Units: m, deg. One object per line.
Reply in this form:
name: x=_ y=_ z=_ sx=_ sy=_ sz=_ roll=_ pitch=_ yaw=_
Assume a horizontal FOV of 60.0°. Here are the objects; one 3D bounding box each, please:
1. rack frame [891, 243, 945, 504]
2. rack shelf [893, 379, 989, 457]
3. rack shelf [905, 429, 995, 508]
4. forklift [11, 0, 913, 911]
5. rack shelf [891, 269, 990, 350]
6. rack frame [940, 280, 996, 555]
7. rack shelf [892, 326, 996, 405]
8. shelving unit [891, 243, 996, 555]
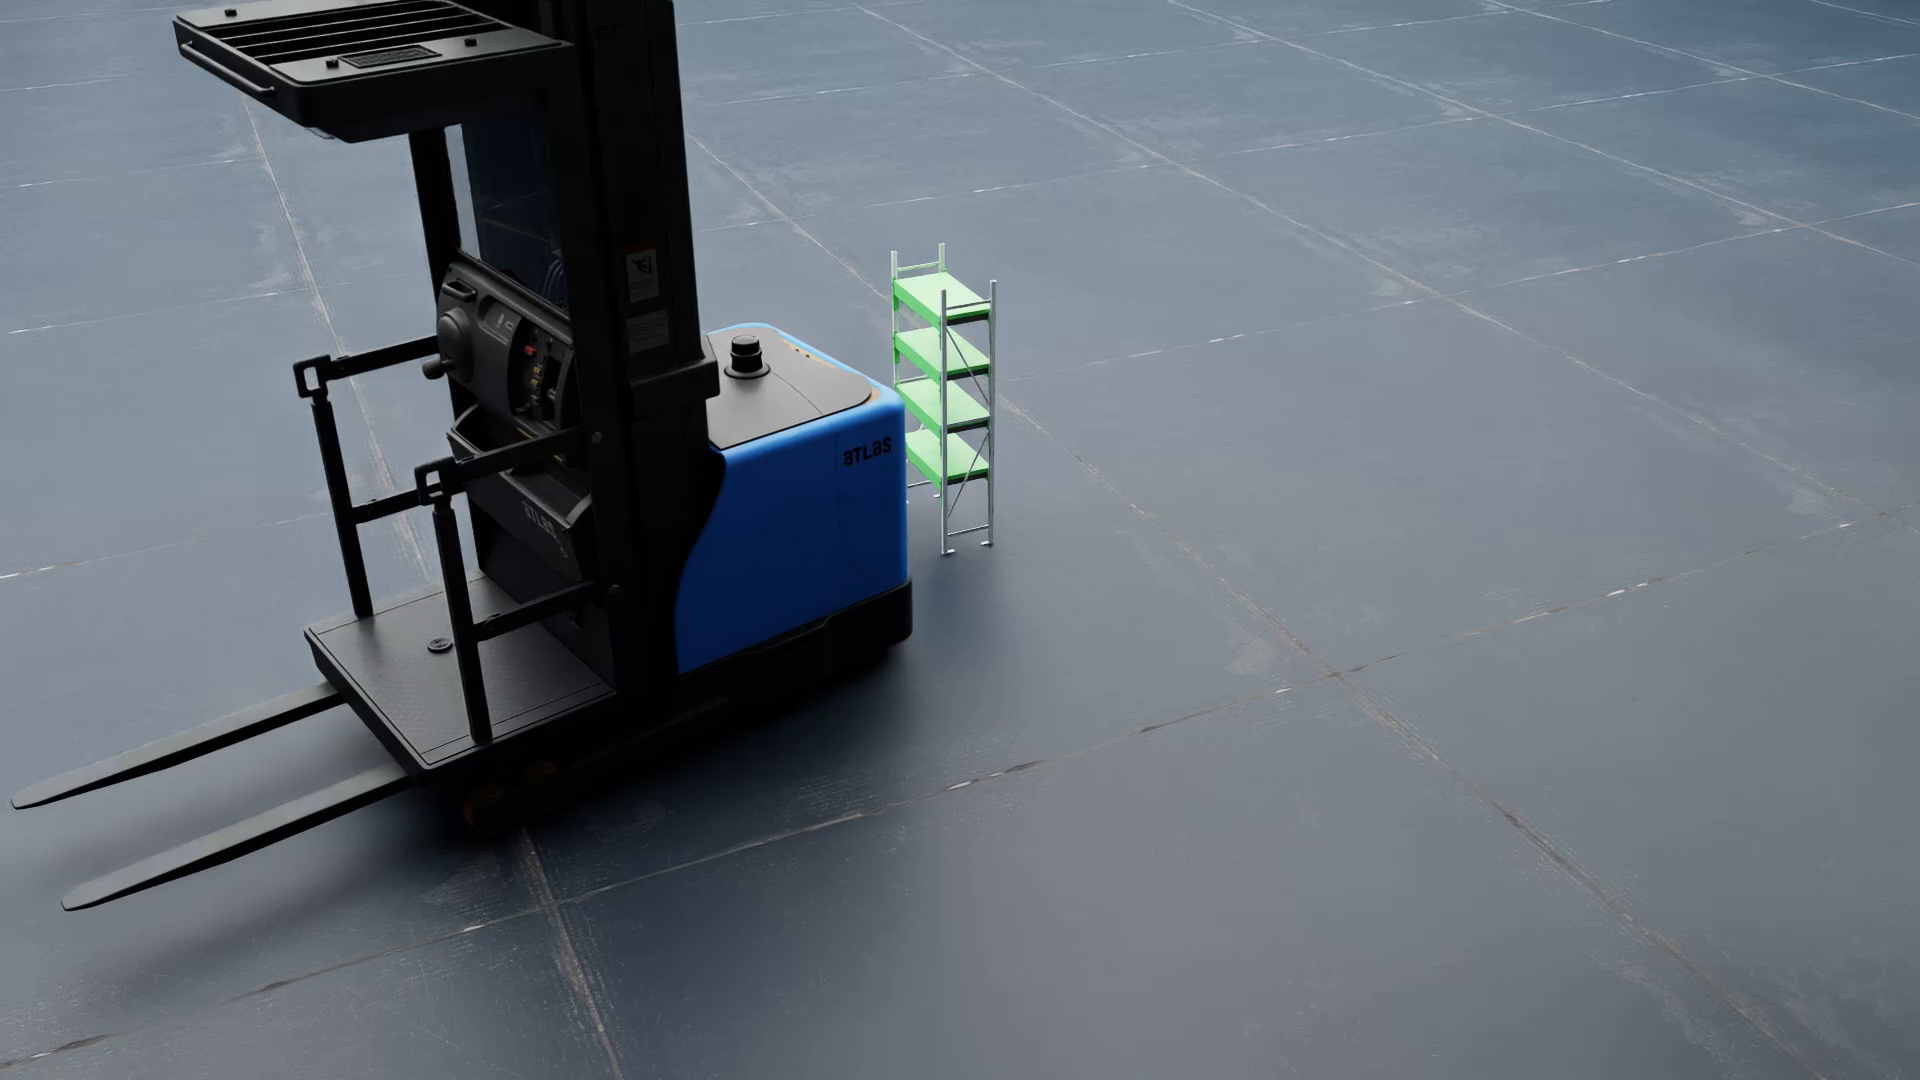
rack frame: x=-0.176 y=-0.704 z=7.279 sx=0.240 sy=1.200 sz=0.015 roll=-13 pitch=32 yaw=-22
rack shelf: x=-0.071 y=-0.541 z=7.118 sx=0.258 sy=0.148 sz=0.480 roll=-13 pitch=32 yaw=-22
rack shelf: x=-0.071 y=-0.331 z=7.236 sx=0.258 sy=0.148 sz=0.480 roll=-13 pitch=32 yaw=-22
forklift: x=-1.648 y=-0.593 z=5.310 sx=3.031 sy=2.935 sz=1.130 roll=-22 pitch=36 yaw=-33
rack shelf: x=-0.071 y=-0.959 z=6.883 sx=0.258 sy=0.148 sz=0.480 roll=-13 pitch=32 yaw=-22
rack frame: x=0.034 y=-0.489 z=6.895 sx=0.240 sy=1.200 sz=0.015 roll=-13 pitch=32 yaw=-22
rack shelf: x=-0.071 y=-0.750 z=7.001 sx=0.258 sy=0.148 sz=0.480 roll=-13 pitch=32 yaw=-22
shelving unit: x=-0.071 y=-0.596 z=7.087 sx=0.258 sy=1.200 sz=0.503 roll=-13 pitch=32 yaw=-22
